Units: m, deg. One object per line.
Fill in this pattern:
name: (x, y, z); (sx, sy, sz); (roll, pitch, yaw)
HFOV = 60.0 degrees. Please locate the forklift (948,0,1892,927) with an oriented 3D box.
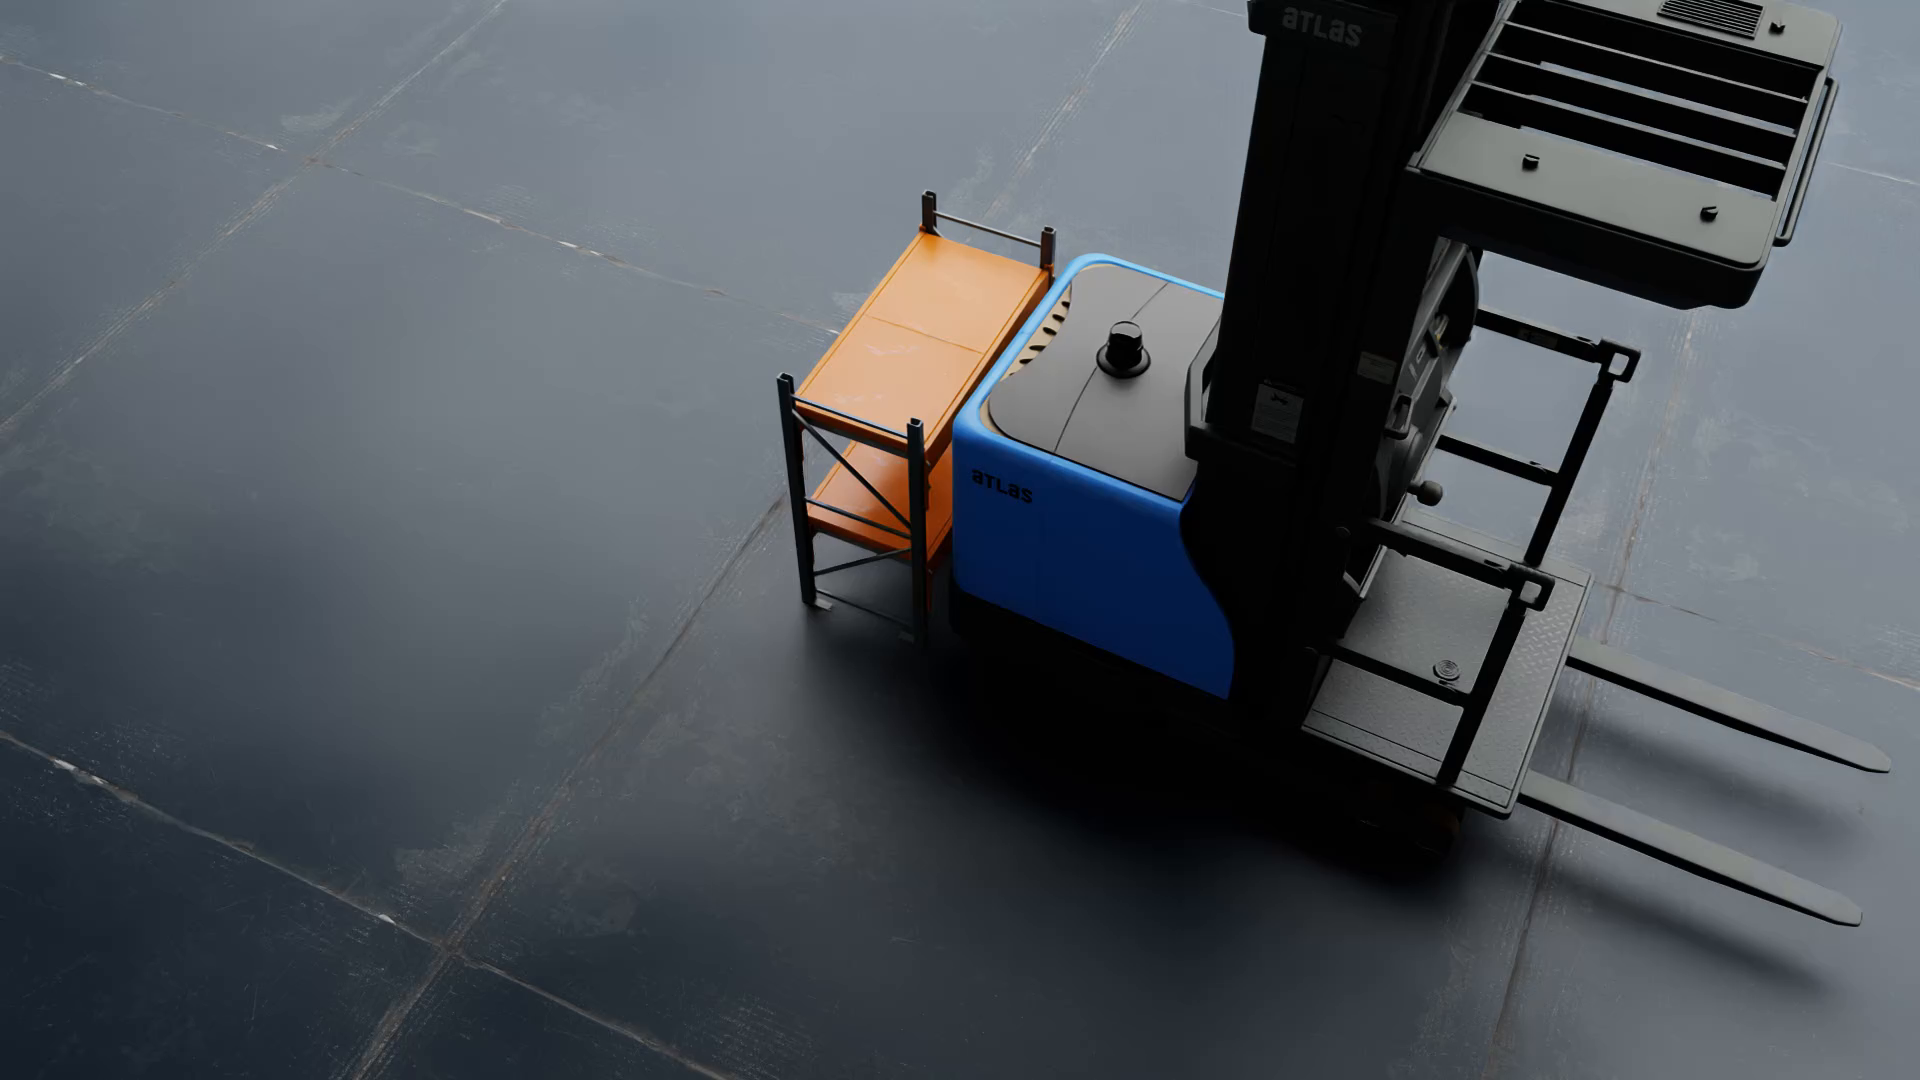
forklift: (1.507, -0.411, 4.675); (3.031, 2.935, 1.130); (22, 53, 18)

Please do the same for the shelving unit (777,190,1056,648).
shelving unit: (-0.123, -0.420, 5.869); (0.538, 1.125, 1.048); (20, 53, 16)

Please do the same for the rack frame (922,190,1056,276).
rack frame: (0.097, -0.769, 6.166); (0.500, 1.125, 0.032); (20, 53, 16)

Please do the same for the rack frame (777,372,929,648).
rack frame: (-0.343, -0.071, 5.572); (0.500, 1.125, 0.032); (20, 53, 16)

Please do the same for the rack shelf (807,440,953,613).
rack shelf: (-0.123, -0.262, 6.055); (0.538, 0.278, 1.000); (20, 53, 16)

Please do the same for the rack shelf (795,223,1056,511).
rack shelf: (-0.123, -0.610, 5.646); (0.538, 0.278, 1.000); (20, 53, 16)
